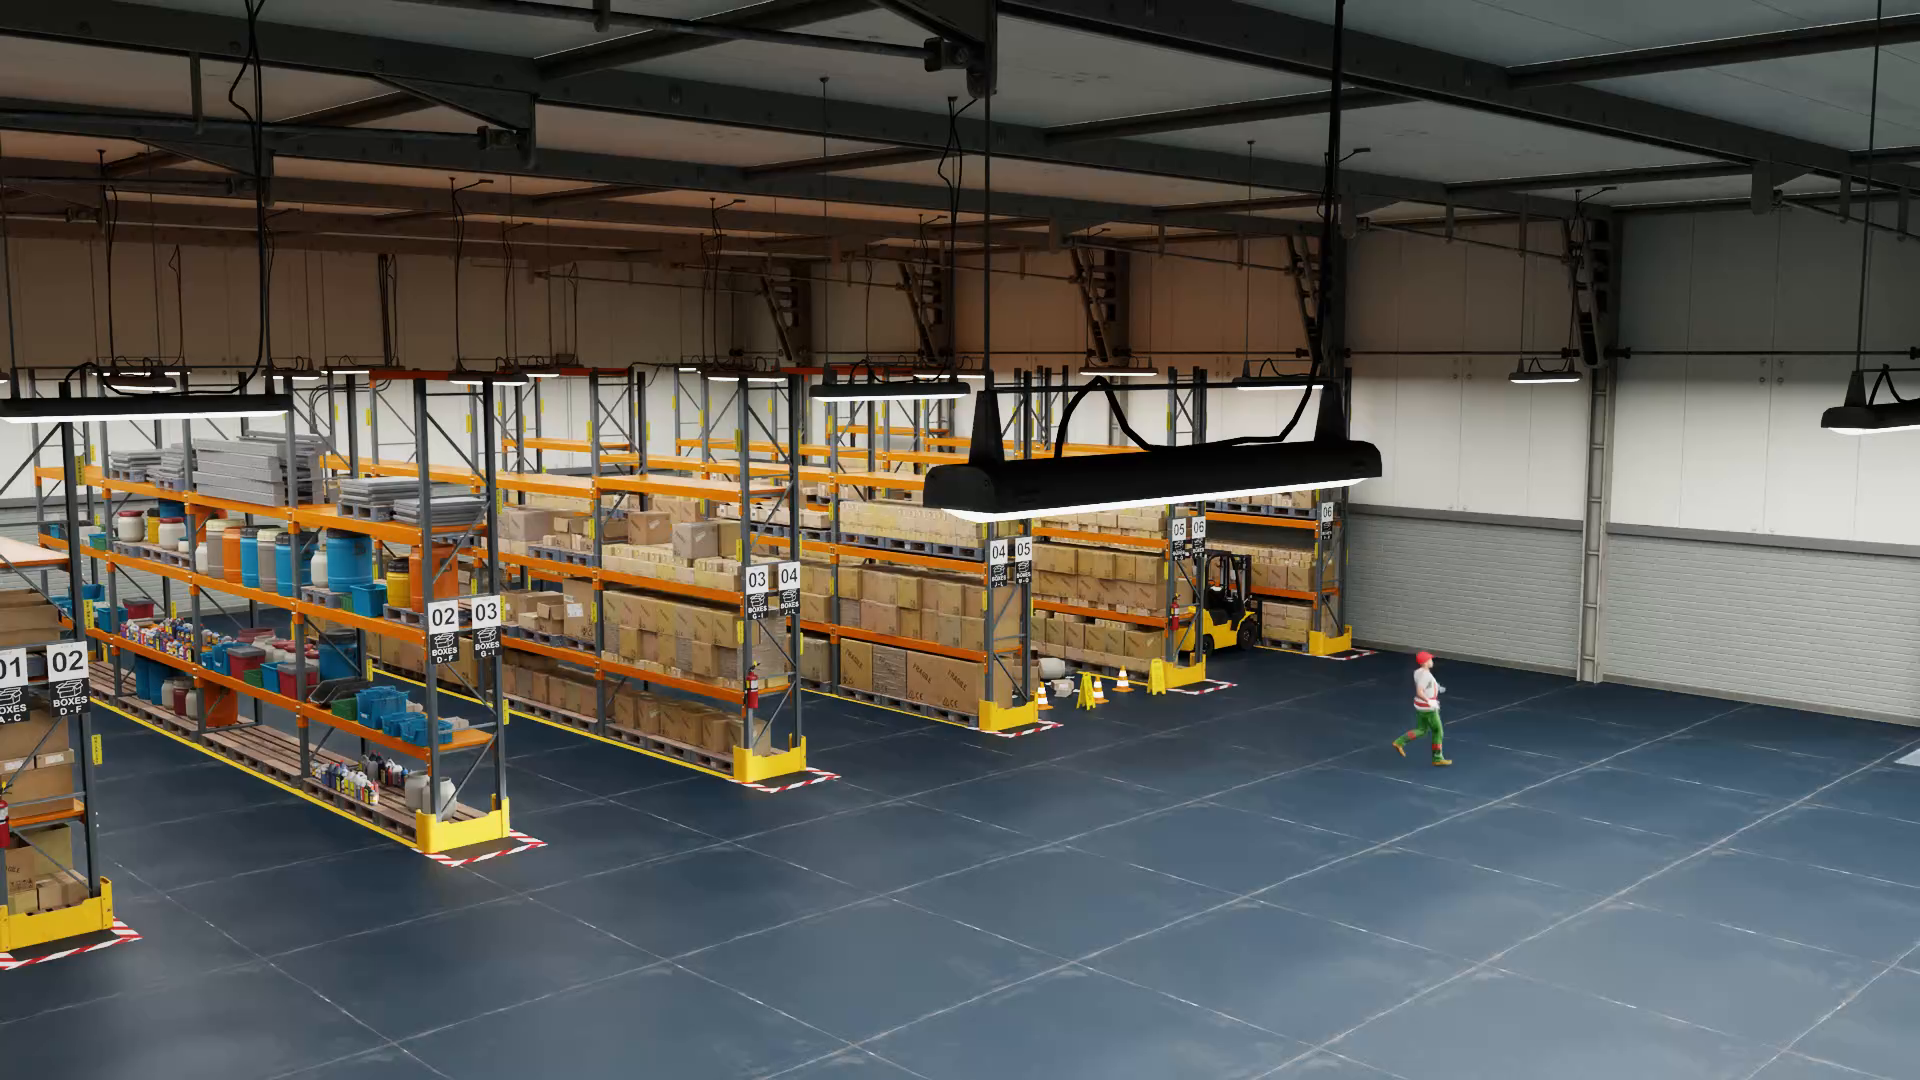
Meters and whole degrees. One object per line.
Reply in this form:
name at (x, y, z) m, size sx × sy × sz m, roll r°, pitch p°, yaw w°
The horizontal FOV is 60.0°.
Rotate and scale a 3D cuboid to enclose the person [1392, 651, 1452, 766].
person at (7.108, 2.580, 25.478) m, size 0.914 × 1.765 × 0.670 m, roll 0°, pitch 6°, yaw -1°
